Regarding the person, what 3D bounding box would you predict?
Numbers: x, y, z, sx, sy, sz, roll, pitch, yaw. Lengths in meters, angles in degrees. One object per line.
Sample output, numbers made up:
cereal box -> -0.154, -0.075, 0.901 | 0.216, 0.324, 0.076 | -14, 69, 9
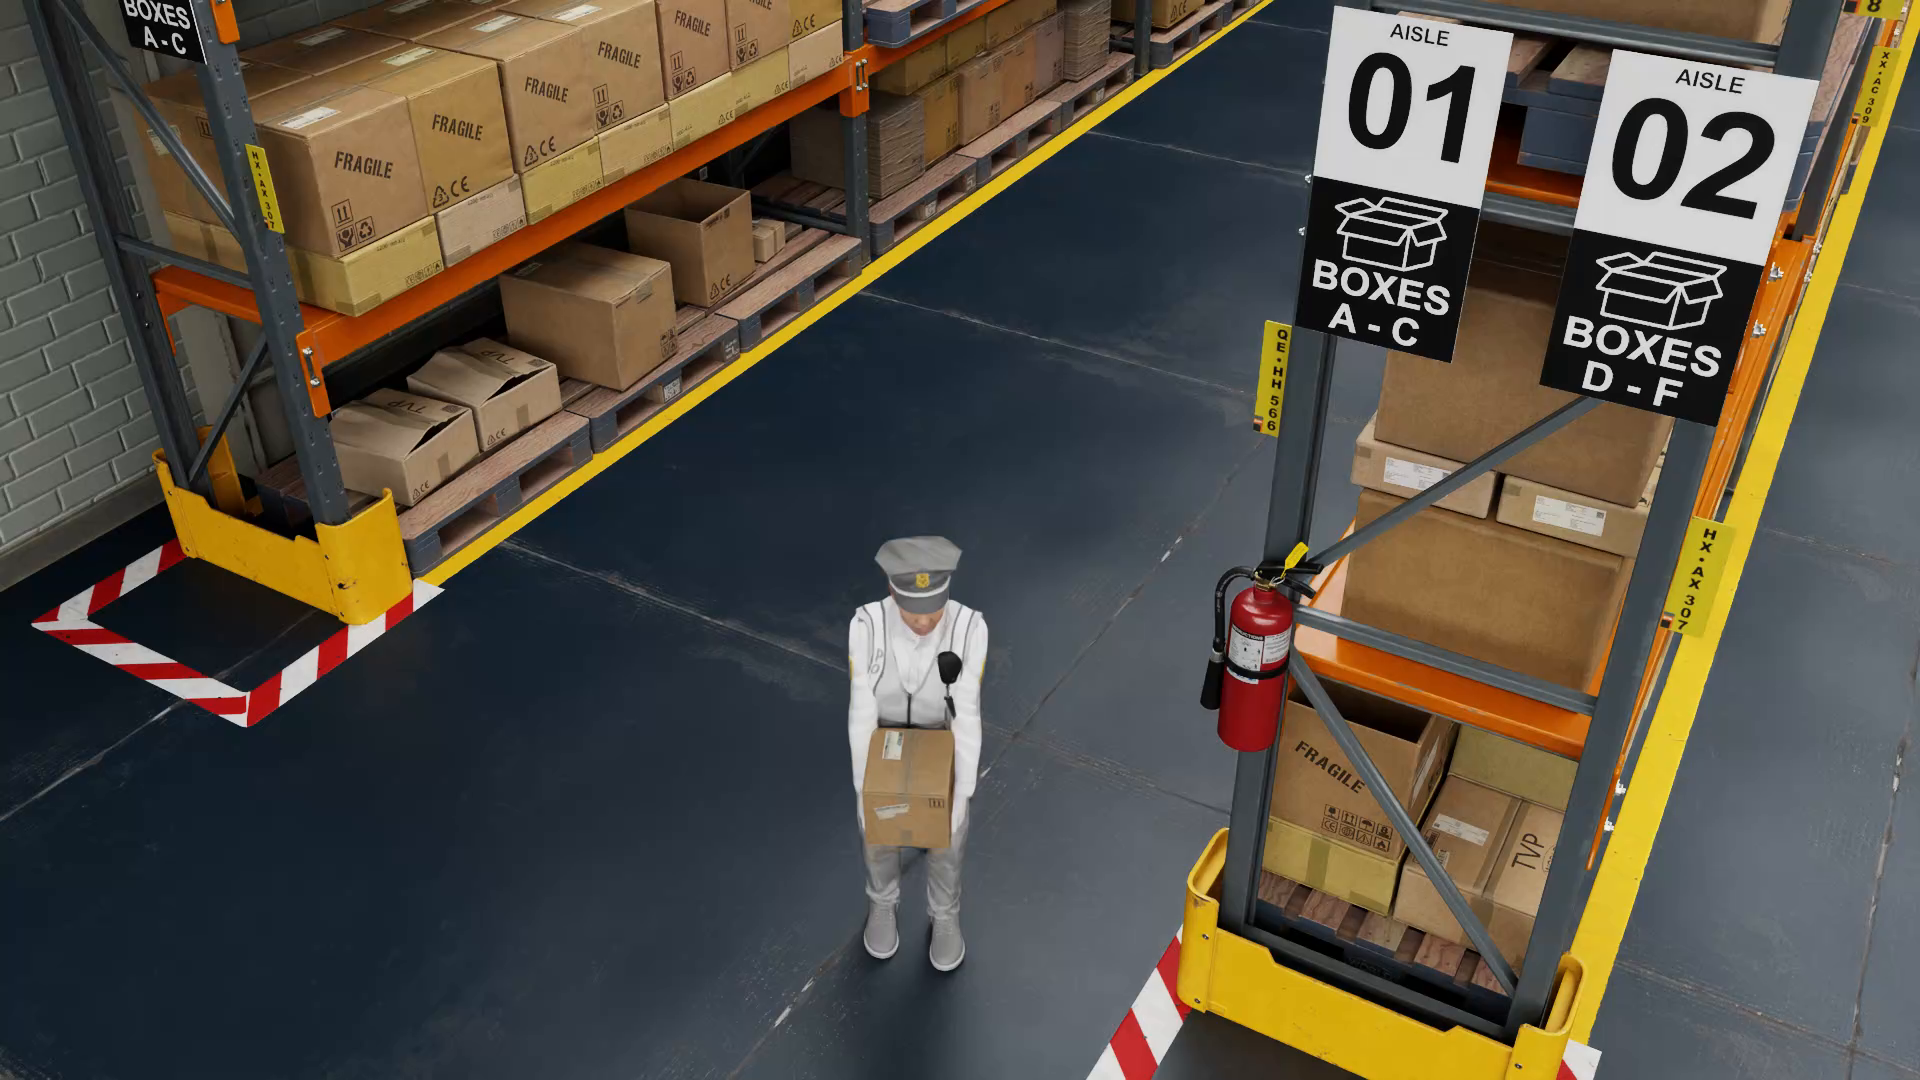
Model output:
person -> -0.127, 0.689, 5.157 | 0.418, 1.647, 0.561 | 0, 34, 0
